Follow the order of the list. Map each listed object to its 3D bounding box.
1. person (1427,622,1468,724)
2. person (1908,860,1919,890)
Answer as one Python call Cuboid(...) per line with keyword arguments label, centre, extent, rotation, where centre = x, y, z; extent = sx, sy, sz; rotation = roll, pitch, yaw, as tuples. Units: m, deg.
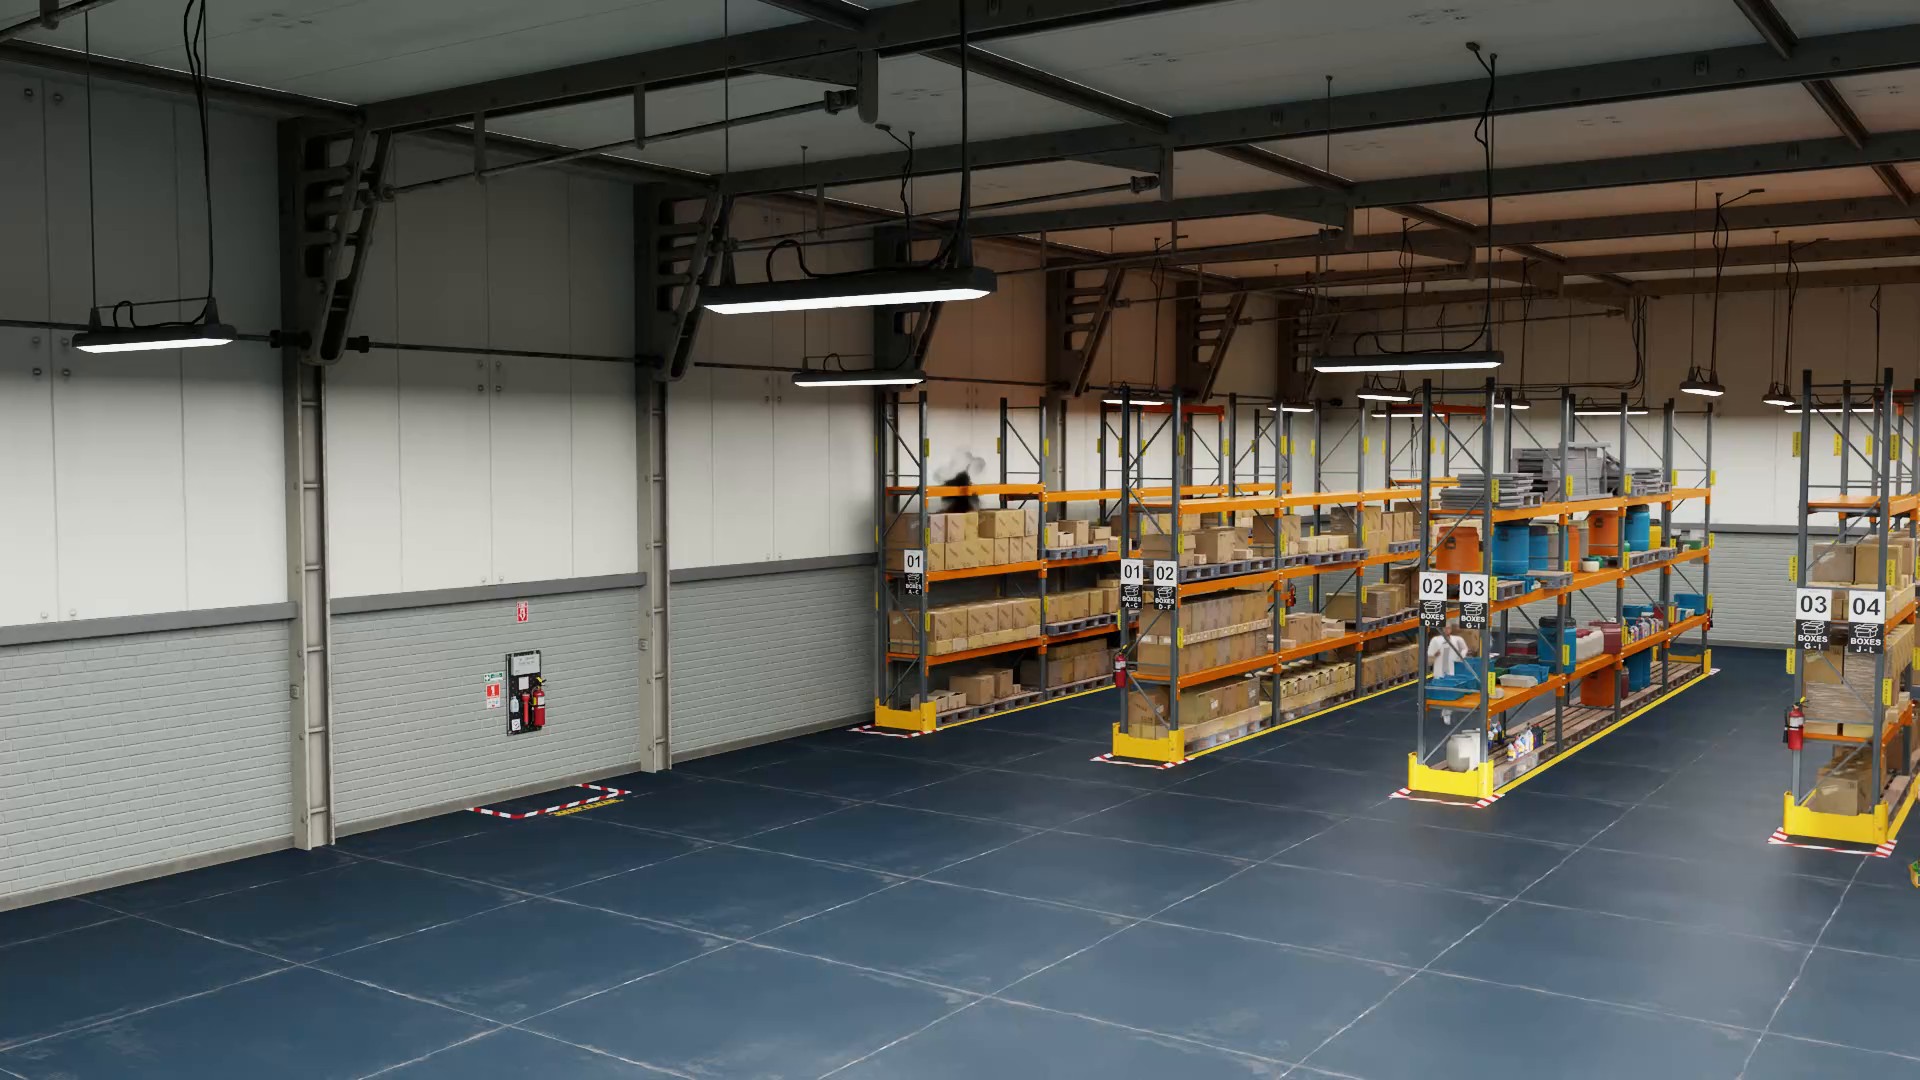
Cuboid(label="person", centre=(8.867, 2.397, 30.333), extent=(0.701, 1.792, 0.949), rotation=(1, 3, 23))
Cuboid(label="person", centre=(10.855, 3.121, 18.239), extent=(0.657, 1.764, 0.700), rotation=(-1, 3, -17))
